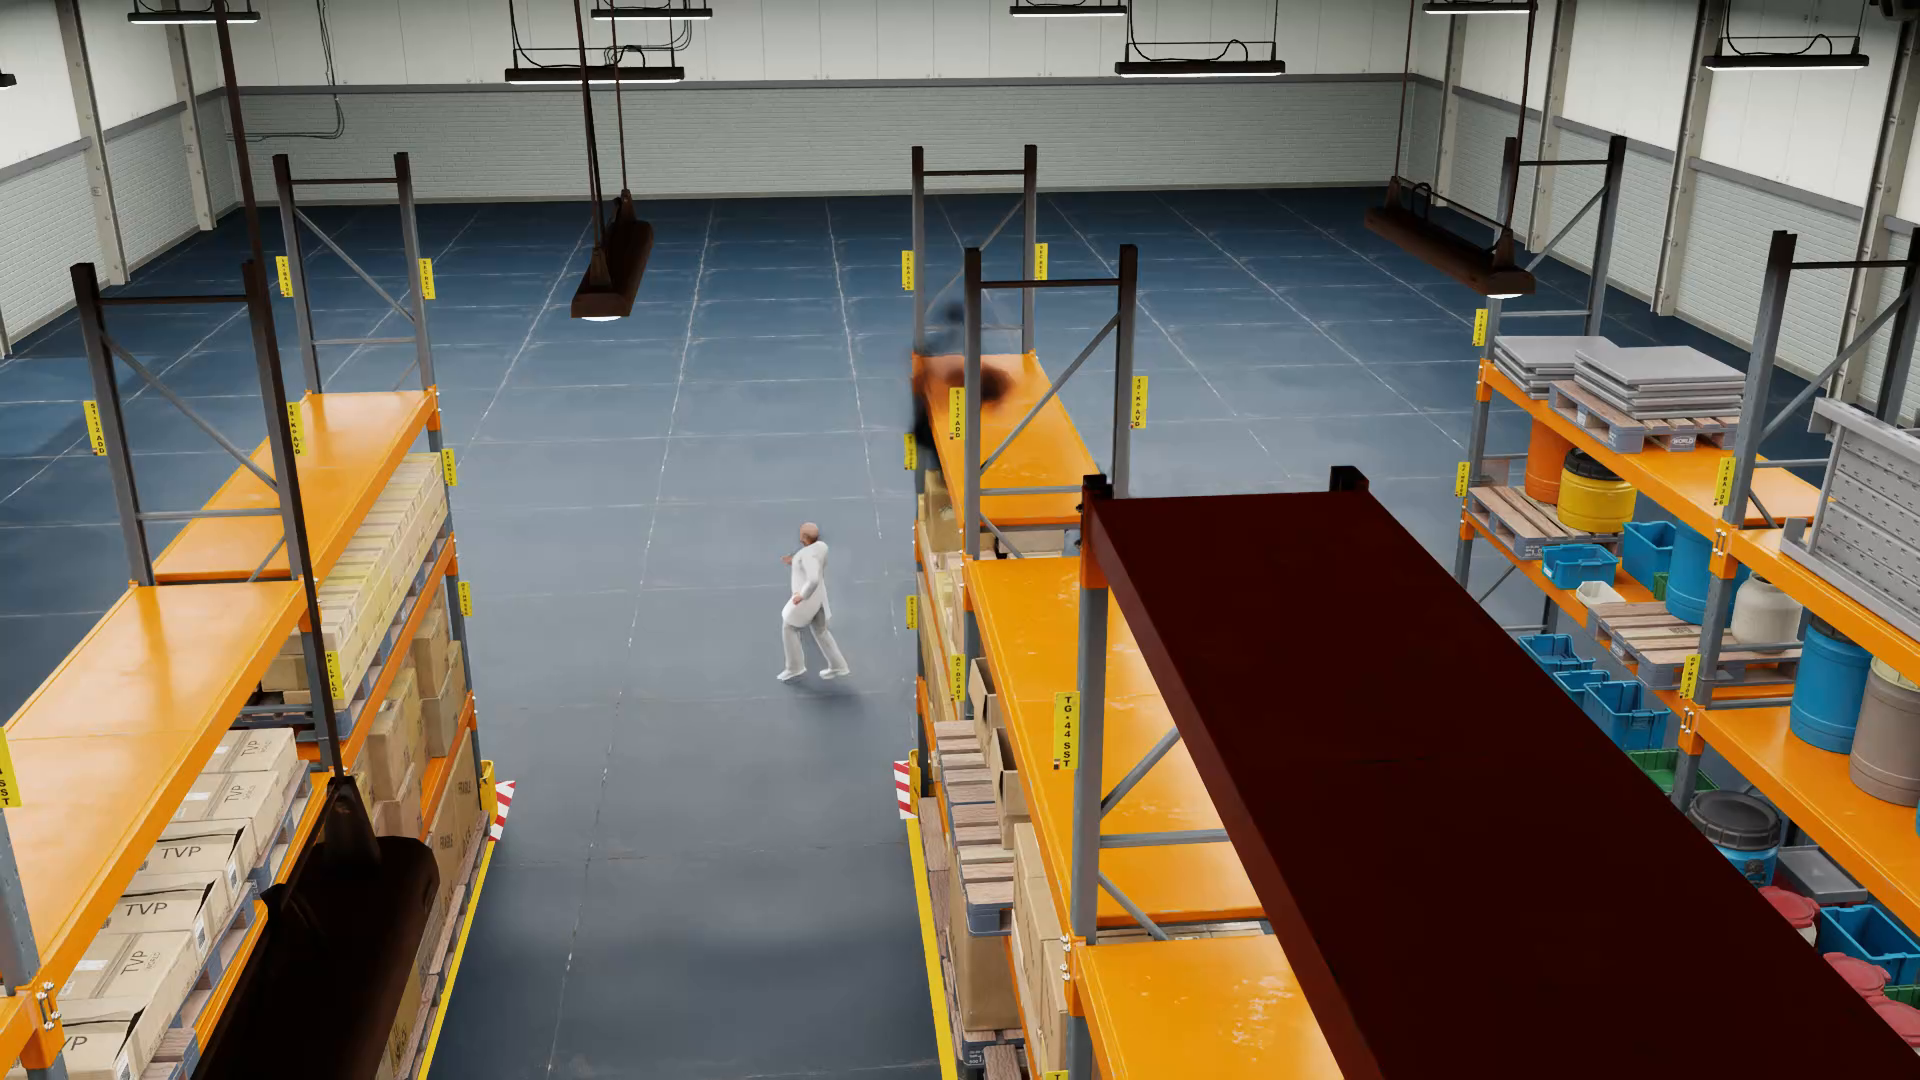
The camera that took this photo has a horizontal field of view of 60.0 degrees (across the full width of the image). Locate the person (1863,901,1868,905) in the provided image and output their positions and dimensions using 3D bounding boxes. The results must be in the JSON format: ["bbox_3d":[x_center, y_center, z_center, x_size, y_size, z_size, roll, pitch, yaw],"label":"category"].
[{"bbox_3d":[7.064,2.503,13.157,0.510,1.564,0.638,-4,22,-11],"label":"person"}]

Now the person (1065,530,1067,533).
[{"bbox_3d":[1.097,-0.185,19.955,0.528,1.585,0.601,7,23,18],"label":"person"}]

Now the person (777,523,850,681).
[{"bbox_3d":[-1.560,0.678,17.488,0.833,1.835,0.689,12,24,27],"label":"person"}]
